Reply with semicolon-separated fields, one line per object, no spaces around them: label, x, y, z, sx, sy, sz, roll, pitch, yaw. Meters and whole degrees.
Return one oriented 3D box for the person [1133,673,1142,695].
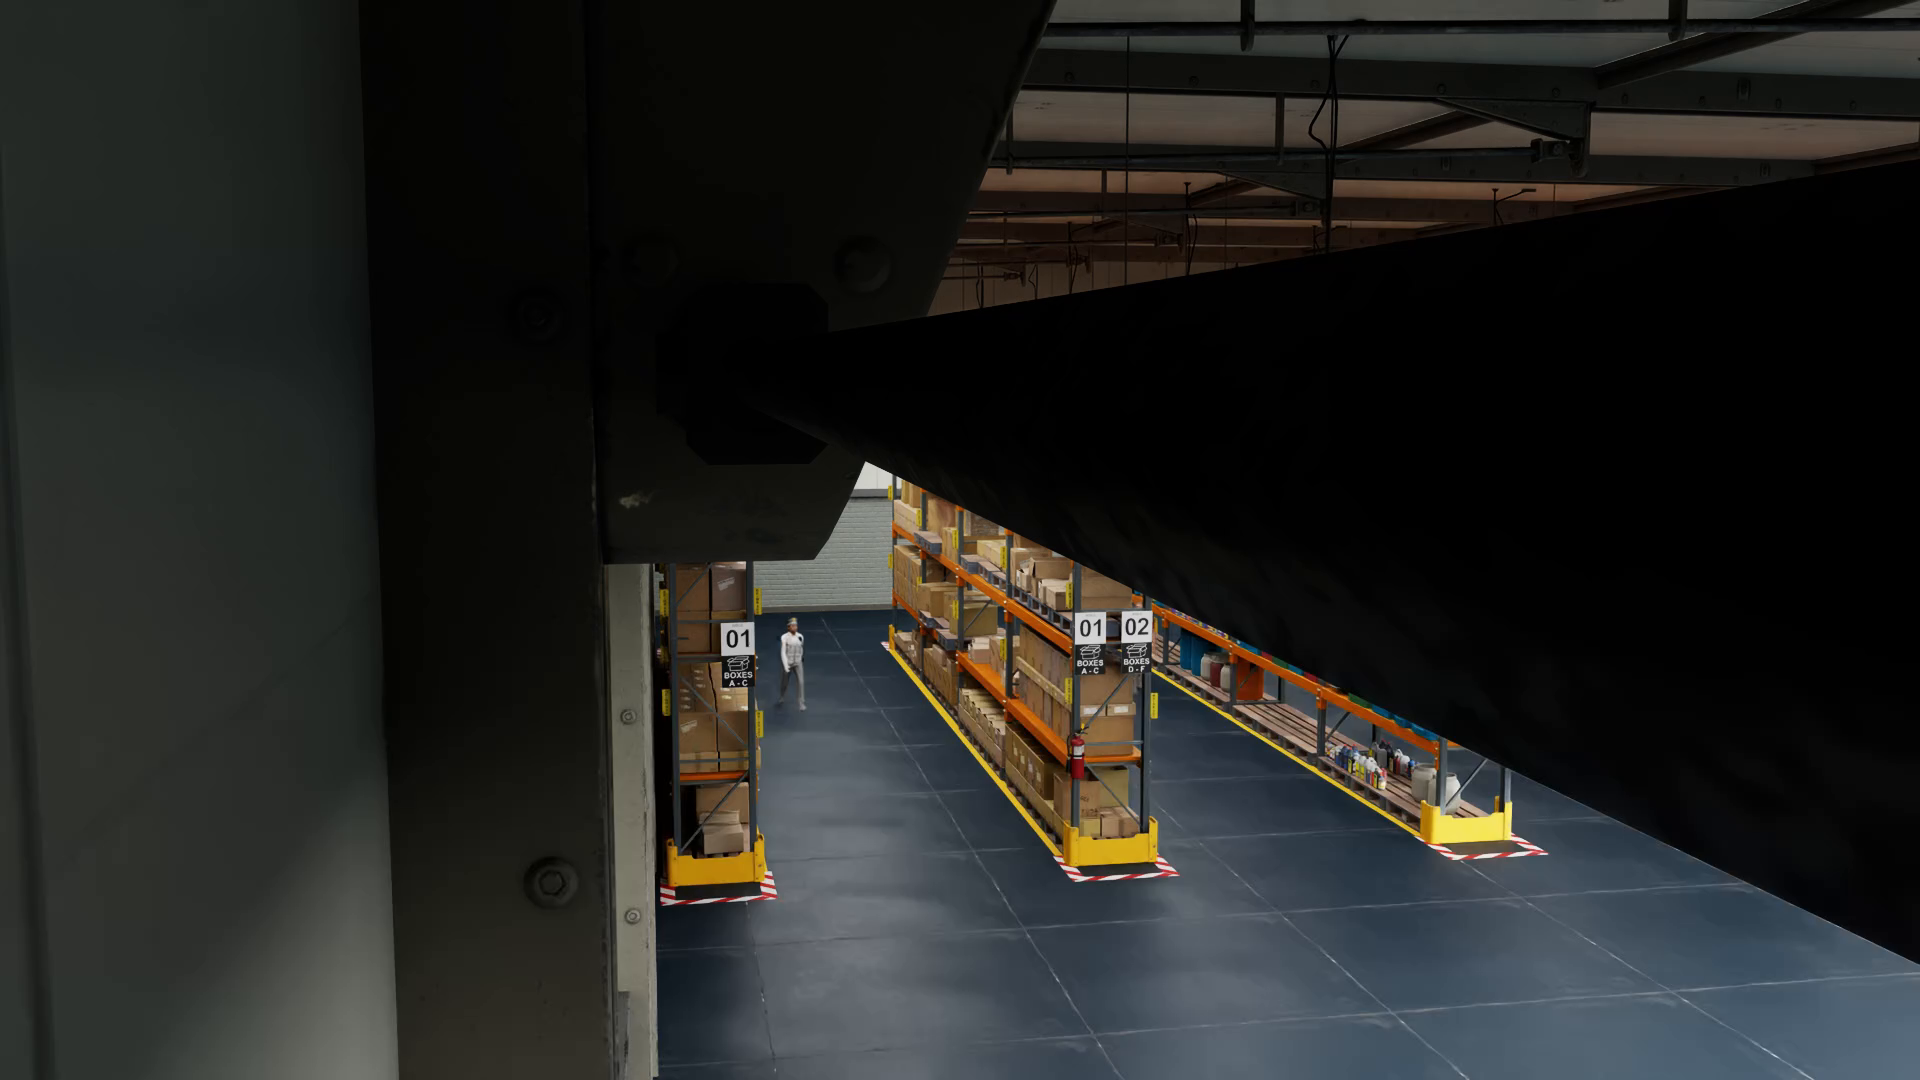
person;3.435;2.089;31.793;0.416;1.649;0.703;0;6;2

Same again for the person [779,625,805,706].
person;-3.070;2.213;30.296;0.465;1.544;0.804;-2;7;-20
